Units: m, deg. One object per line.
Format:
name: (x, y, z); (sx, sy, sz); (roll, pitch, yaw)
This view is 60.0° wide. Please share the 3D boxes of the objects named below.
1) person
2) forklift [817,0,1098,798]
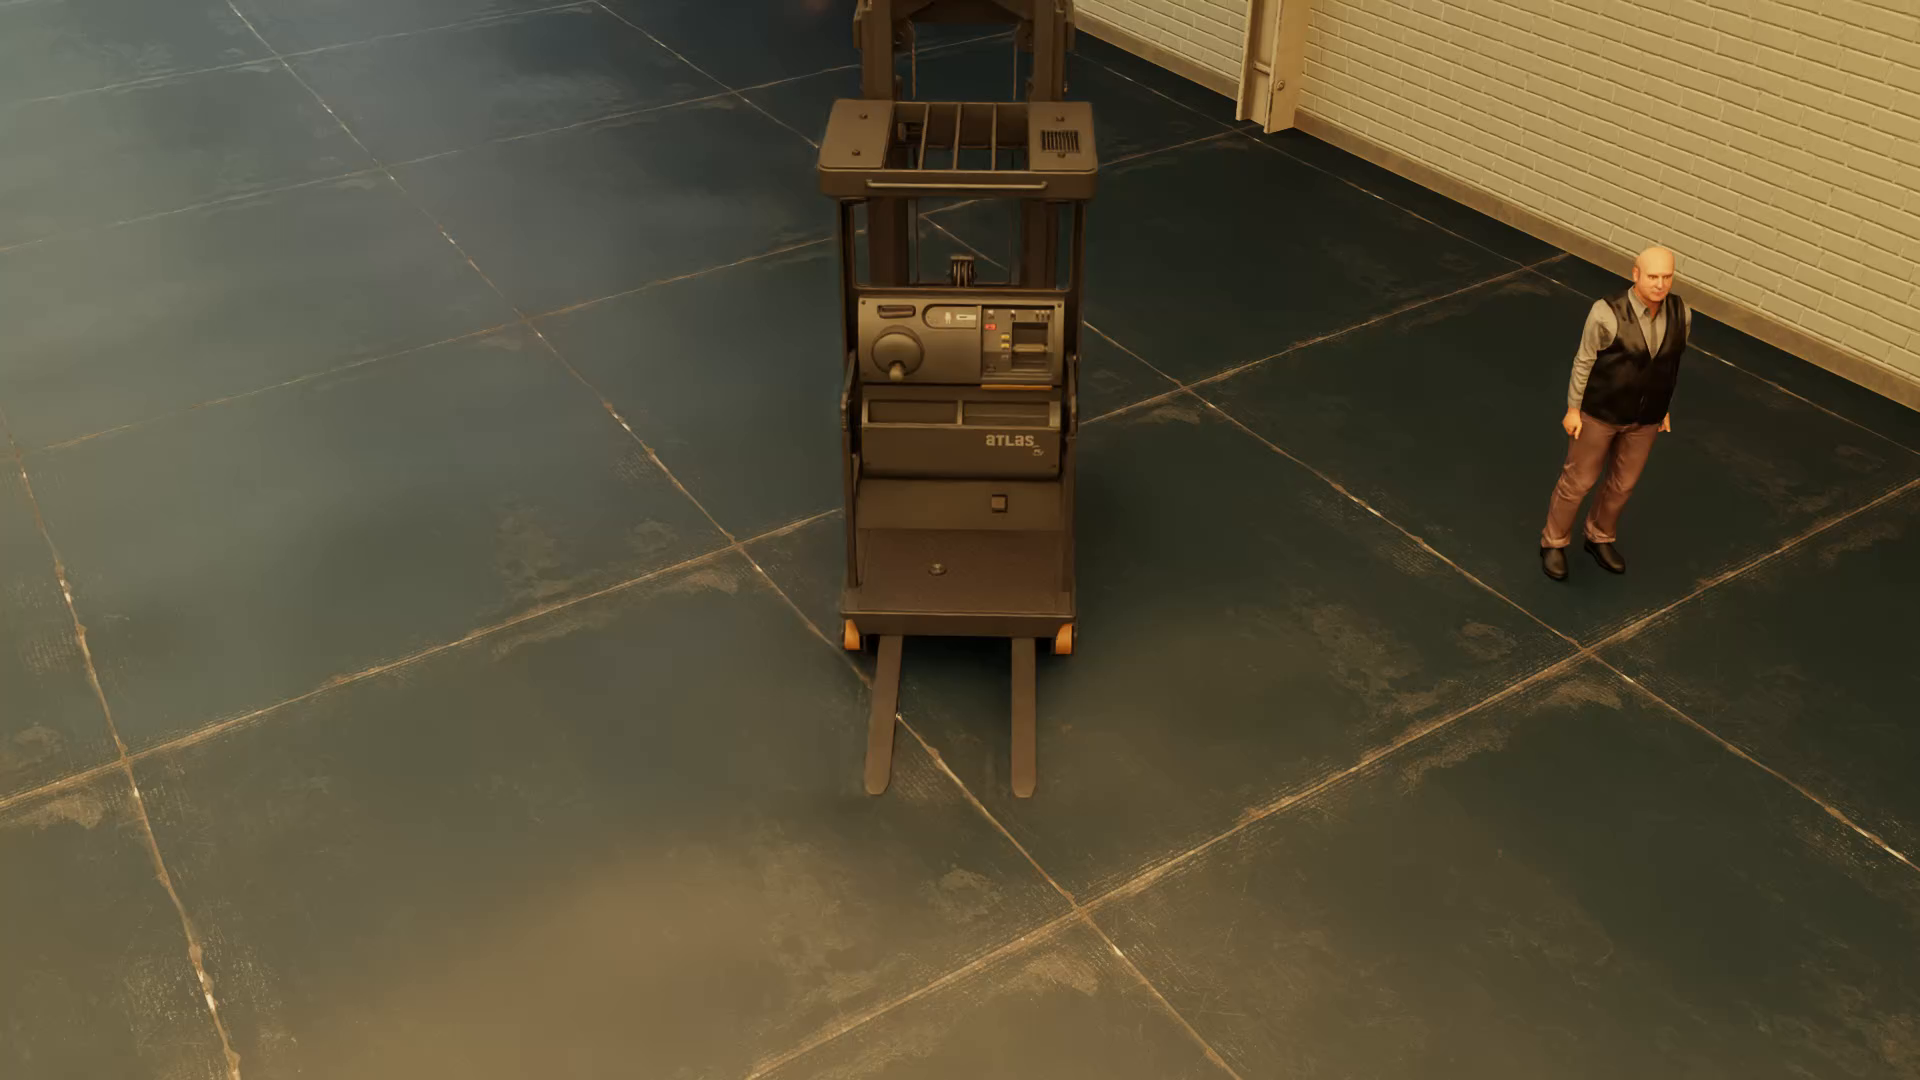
person: (3.200, -0.607, 8.064); (0.536, 1.725, 0.364); (-4, 35, -5)
forklift: (0.001, -0.839, 7.342); (1.130, 2.935, 3.031); (1, 35, 1)
